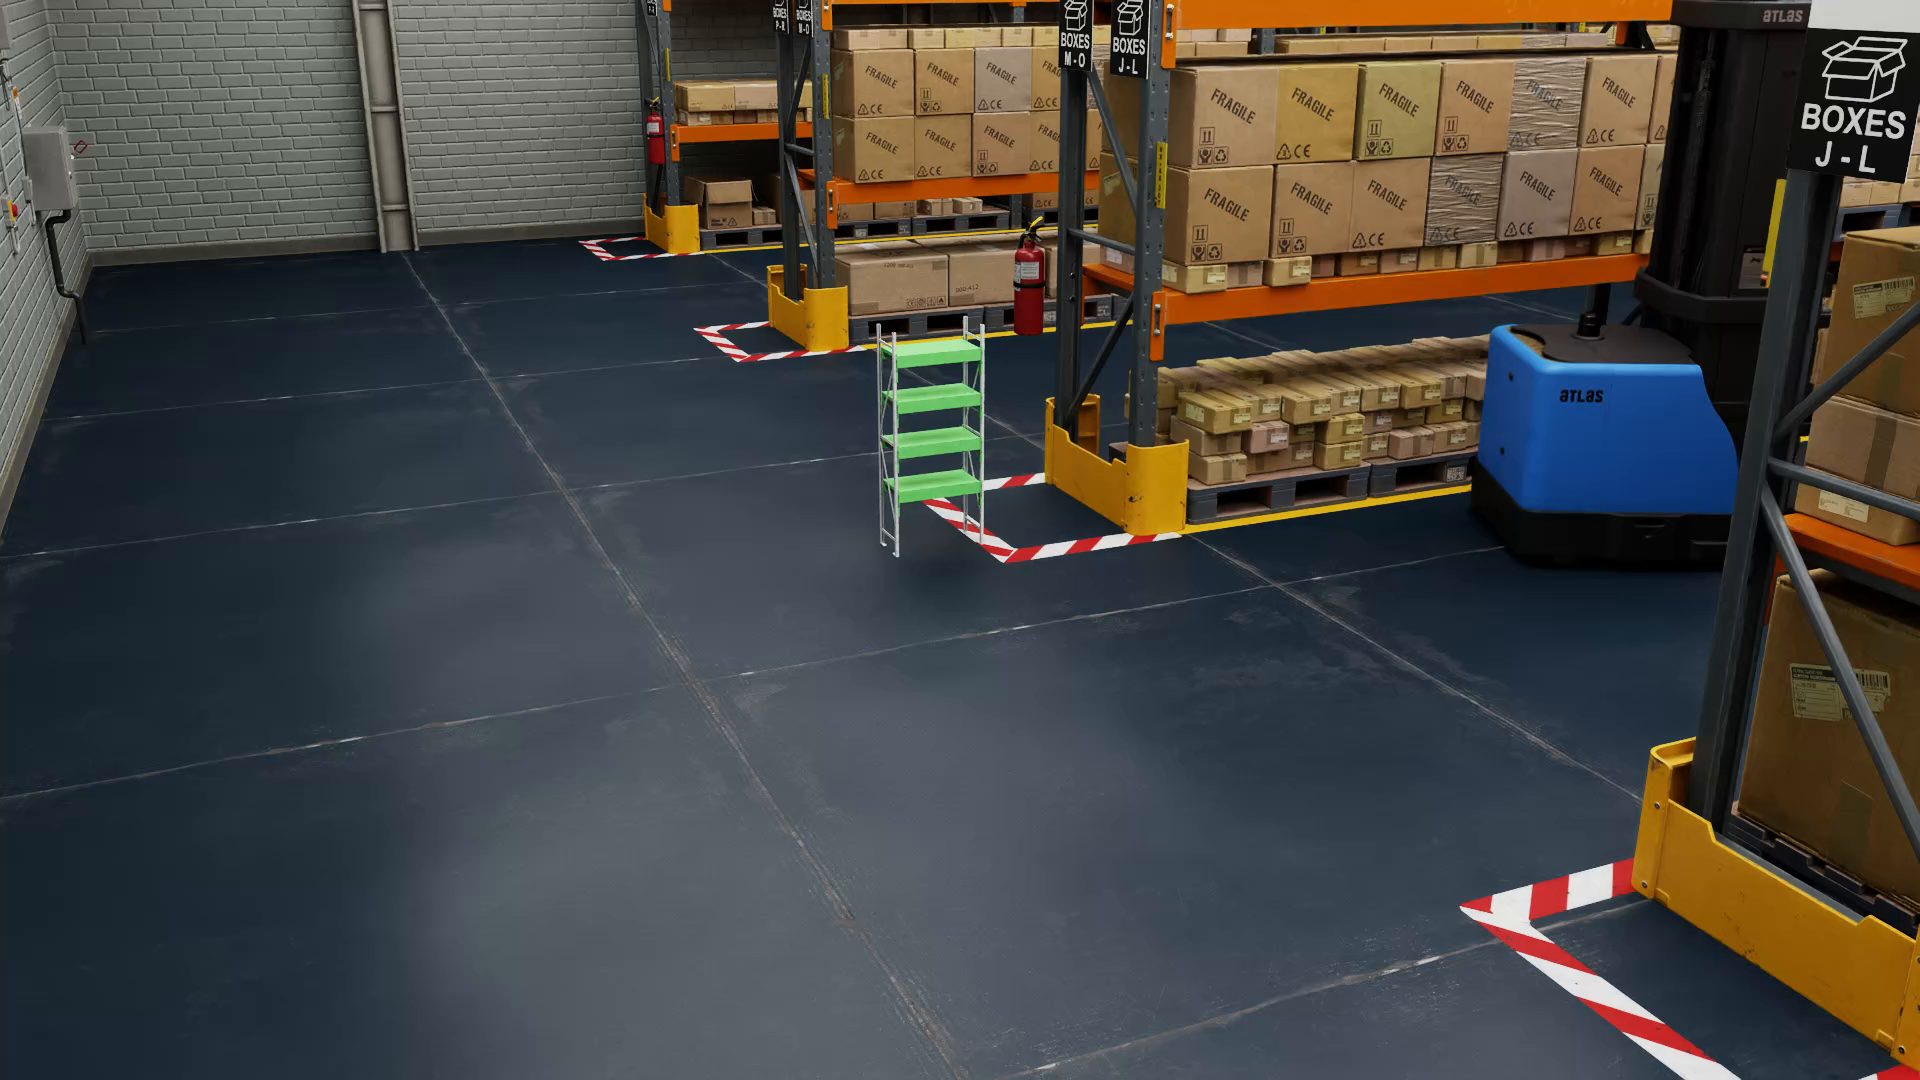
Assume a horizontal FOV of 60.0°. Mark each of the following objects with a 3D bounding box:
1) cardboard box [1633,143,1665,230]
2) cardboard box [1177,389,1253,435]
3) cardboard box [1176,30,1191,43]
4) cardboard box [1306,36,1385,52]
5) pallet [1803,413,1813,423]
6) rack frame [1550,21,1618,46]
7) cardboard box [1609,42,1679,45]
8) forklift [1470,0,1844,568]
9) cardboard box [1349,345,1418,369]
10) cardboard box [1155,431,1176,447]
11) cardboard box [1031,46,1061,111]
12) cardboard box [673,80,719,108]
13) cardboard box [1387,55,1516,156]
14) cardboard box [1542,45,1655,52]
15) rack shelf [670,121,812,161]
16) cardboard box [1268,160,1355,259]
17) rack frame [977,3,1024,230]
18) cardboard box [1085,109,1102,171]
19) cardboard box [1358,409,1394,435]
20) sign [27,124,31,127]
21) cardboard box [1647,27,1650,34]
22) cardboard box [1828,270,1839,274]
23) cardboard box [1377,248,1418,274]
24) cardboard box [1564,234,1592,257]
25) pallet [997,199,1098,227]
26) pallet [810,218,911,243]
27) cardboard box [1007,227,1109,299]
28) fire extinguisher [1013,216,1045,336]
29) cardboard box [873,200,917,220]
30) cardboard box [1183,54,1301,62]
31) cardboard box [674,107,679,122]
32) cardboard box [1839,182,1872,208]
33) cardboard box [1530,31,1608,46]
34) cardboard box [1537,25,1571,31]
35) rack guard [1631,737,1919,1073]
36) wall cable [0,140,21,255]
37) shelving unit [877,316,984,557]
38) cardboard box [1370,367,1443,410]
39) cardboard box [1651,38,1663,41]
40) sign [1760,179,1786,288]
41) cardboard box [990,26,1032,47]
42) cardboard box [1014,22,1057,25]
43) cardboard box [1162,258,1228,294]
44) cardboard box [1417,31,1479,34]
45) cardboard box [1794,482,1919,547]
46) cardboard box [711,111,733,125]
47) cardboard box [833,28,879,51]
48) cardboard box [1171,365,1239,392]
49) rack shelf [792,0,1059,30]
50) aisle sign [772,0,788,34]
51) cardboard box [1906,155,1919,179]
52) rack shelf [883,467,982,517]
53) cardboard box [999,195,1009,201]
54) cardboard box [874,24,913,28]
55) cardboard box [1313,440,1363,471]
[{"bbox_3d":[4.150,-2.182,10.105,0.500,0.500,0.500,-8,21,-22],"label":"cardboard box"},{"bbox_3d":[1.425,-0.718,9.308,0.250,0.149,0.380,-9,21,-24],"label":"cardboard box"},{"bbox_3d":[1.754,-4.297,14.075,0.250,0.149,0.380,-8,21,-22],"label":"cardboard box"},{"bbox_3d":[3.403,-4.205,14.792,0.500,0.500,0.500,-8,21,-22],"label":"cardboard box"},{"bbox_3d":[5.196,-0.932,11.351,1.213,0.211,1.003,-8,21,-22],"label":"pallet"},{"bbox_3d":[6.101,-4.167,16.340,0.127,3.000,1.000,-8,21,-22],"label":"rack frame"},{"bbox_3d":[6.879,-4.768,16.818,0.500,0.500,0.500,-9,21,-23],"label":"cardboard box"},{"bbox_3d":[4.404,-1.386,8.546,3.031,2.935,1.130,1,19,2],"label":"forklift"},{"bbox_3d":[2.639,-1.099,10.390,0.250,0.149,0.380,-8,21,-22],"label":"cardboard box"},{"bbox_3d":[1.210,-0.605,9.883,0.250,0.149,0.380,-8,21,-21],"label":"cardboard box"},{"bbox_3d":[0.708,-3.816,13.686,0.500,0.500,0.500,-8,21,-22],"label":"cardboard box"},{"bbox_3d":[-2.897,-4.839,18.026,0.500,0.250,0.500,-8,21,-20],"label":"cardboard box"},{"bbox_3d":[2.740,-2.454,9.370,0.500,0.500,0.500,-9,21,-24],"label":"cardboard box"},{"bbox_3d":[3.971,-2.819,10.407,0.500,0.500,0.500,-8,21,-21],"label":"cardboard box"},{"bbox_3d":[-1.377,-4.551,18.515,4.000,0.370,1.077,-8,21,-22],"label":"rack shelf"},{"bbox_3d":[1.812,-1.859,9.186,0.500,0.500,0.500,-8,21,-22],"label":"cardboard box"},{"bbox_3d":[0.459,-5.154,19.143,0.127,3.000,1.000,-8,21,-22],"label":"rack frame"},{"bbox_3d":[1.178,-3.409,14.037,0.500,0.500,0.500,-8,21,-23],"label":"cardboard box"},{"bbox_3d":[2.340,-0.745,9.834,0.250,0.149,0.380,-9,21,-25],"label":"cardboard box"},{"bbox_3d":[-7.496,-3.104,13.464,0.001,0.494,0.329,-8,21,-22],"label":"sign"},{"bbox_3d":[8.927,-6.752,22.107,0.250,0.149,0.380,-8,21,-21],"label":"cardboard box"},{"bbox_3d":[6.223,-1.670,11.252,0.500,0.250,0.500,-7,21,-20],"label":"cardboard box"},{"bbox_3d":[2.402,-1.636,9.529,0.250,0.149,0.380,-9,21,-23],"label":"cardboard box"},{"bbox_3d":[3.586,-1.820,10.053,0.250,0.149,0.380,-9,21,-23],"label":"cardboard box"},{"bbox_3d":[1.191,-3.957,19.943,1.213,0.211,1.003,-8,21,-22],"label":"pallet"},{"bbox_3d":[-1.294,-3.587,18.891,1.213,0.211,1.003,-8,21,-22],"label":"pallet"},{"bbox_3d":[0.988,-2.462,14.725,0.875,0.438,0.875,-9,21,-24],"label":"cardboard box"},{"bbox_3d":[0.395,-1.514,9.482,0.183,0.674,0.296,-8,21,-22],"label":"fire extinguisher"},{"bbox_3d":[-0.861,-3.935,18.814,0.500,0.500,0.700,-9,21,-24],"label":"cardboard box"},{"bbox_3d":[1.596,-2.480,9.445,0.500,0.500,0.500,-9,21,-24],"label":"cardboard box"},{"bbox_3d":[-3.016,-4.635,18.047,0.250,0.149,0.380,-8,21,-23],"label":"cardboard box"},{"bbox_3d":[5.509,-2.206,10.516,0.250,0.149,0.380,-8,21,-22],"label":"cardboard box"},{"bbox_3d":[5.730,-4.538,15.738,0.500,0.500,0.500,-9,21,-23],"label":"cardboard box"},{"bbox_3d":[7.978,-6.834,22.339,0.250,0.149,0.380,-8,21,-22],"label":"cardboard box"},{"bbox_3d":[2.659,1.090,5.174,0.348,0.500,1.175,-8,21,-22],"label":"rack guard"},{"bbox_3d":[-6.413,-2.860,11.050,0.123,1.953,0.585,-8,21,-22],"label":"wall cable"},{"bbox_3d":[-0.152,-0.544,8.761,0.503,1.200,0.258,-8,21,-22],"label":"shelving unit"},{"bbox_3d":[2.625,-0.897,9.817,0.250,0.149,0.380,-8,21,-21],"label":"cardboard box"},{"bbox_3d":[9.164,-6.642,22.243,0.250,0.149,0.380,-8,21,-22],"label":"cardboard box"},{"bbox_3d":[2.479,-0.918,5.012,0.005,0.325,0.100,-8,21,-22],"label":"sign"},{"bbox_3d":[0.388,-4.068,13.425,0.250,0.149,0.380,-8,21,-21],"label":"cardboard box"},{"bbox_3d":[0.630,-4.308,14.109,0.250,0.149,0.380,-8,21,-22],"label":"cardboard box"},{"bbox_3d":[1.237,-1.442,8.981,0.250,0.149,0.380,-8,21,-22],"label":"cardboard box"},{"bbox_3d":[4.619,-4.564,15.811,0.500,0.500,0.500,-8,21,-20],"label":"cardboard box"},{"bbox_3d":[2.878,-0.121,5.228,0.250,0.149,0.380,-8,21,-21],"label":"cardboard box"},{"bbox_3d":[-2.588,-4.516,17.711,0.250,0.149,0.380,-8,21,-21],"label":"cardboard box"},{"bbox_3d":[-0.809,-3.902,12.954,0.250,0.149,0.380,-8,21,-21],"label":"cardboard box"},{"bbox_3d":[1.448,-0.915,9.868,0.250,0.149,0.380,-8,21,-21],"label":"cardboard box"},{"bbox_3d":[0.592,-4.453,13.720,4.000,0.370,1.077,-8,21,-22],"label":"rack shelf"},{"bbox_3d":[-1.433,-4.426,13.161,0.004,0.787,0.394,-8,21,-22],"label":"aisle sign"},{"bbox_3d":[5.985,-2.415,10.663,0.250,0.149,0.380,-7,21,-20],"label":"cardboard box"},{"bbox_3d":[-0.152,-0.258,8.862,0.480,0.148,0.258,-8,21,-22],"label":"rack shelf"},{"bbox_3d":[0.793,-4.328,19.928,0.500,0.500,0.500,-8,21,-22],"label":"cardboard box"},{"bbox_3d":[-0.567,-4.148,13.653,0.250,0.149,0.380,-8,21,-22],"label":"cardboard box"},{"bbox_3d":[2.128,-0.537,9.692,0.250,0.149,0.380,-8,21,-21],"label":"cardboard box"}]
